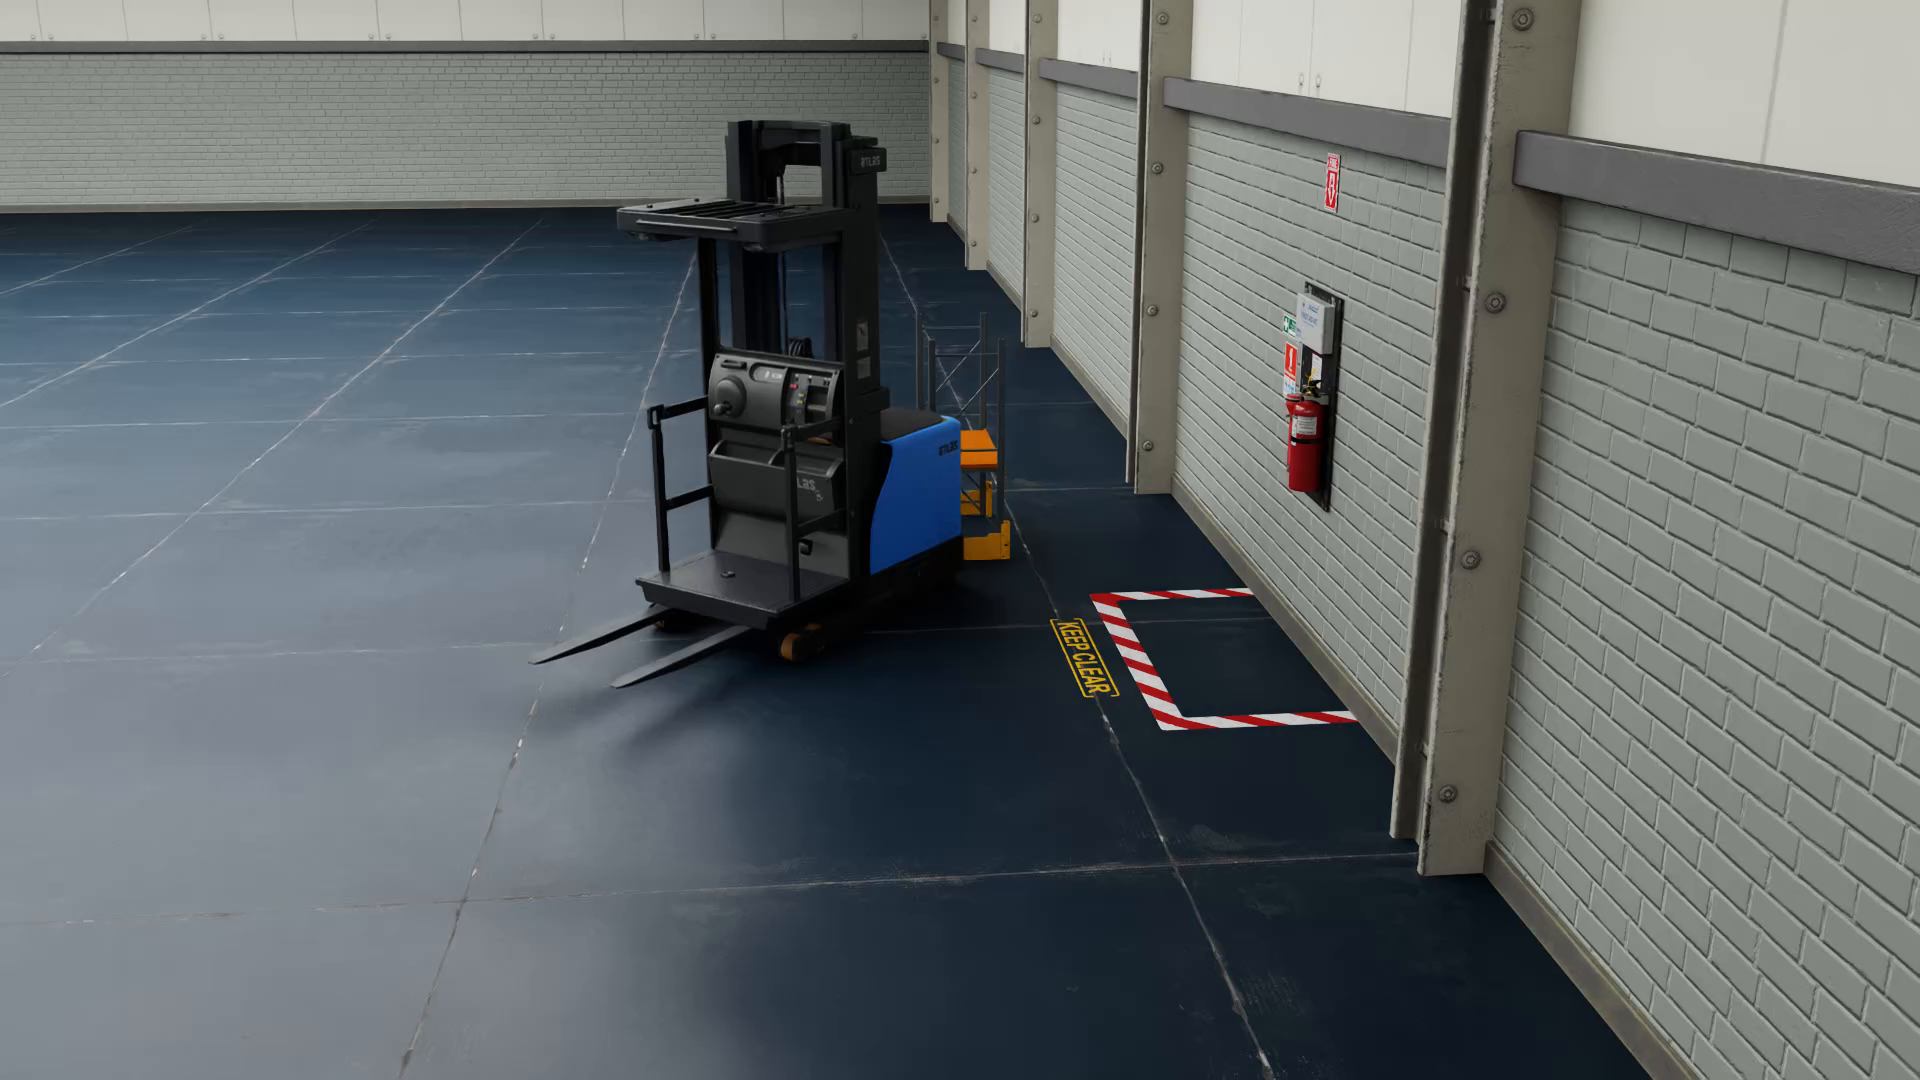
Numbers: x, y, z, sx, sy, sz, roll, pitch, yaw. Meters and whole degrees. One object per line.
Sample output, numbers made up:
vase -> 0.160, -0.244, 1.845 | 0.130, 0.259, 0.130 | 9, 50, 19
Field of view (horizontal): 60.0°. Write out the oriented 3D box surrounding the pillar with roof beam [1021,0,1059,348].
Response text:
pillar with roof beam -> -3.415, -6.364, 16.926 | 9.100, 9.000, 0.400 | -2, 18, -6

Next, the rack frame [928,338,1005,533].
rack frame -> 0.044, -0.590, 11.051 | 0.500, 1.500, 0.032 | -2, 18, -6

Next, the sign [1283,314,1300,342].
sign -> 1.925, -1.234, 9.654 | 0.001, 0.109, 0.331 | -2, 18, -6

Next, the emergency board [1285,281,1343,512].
emergency board -> 1.888, -0.797, 9.209 | 0.194, 1.169, 0.643 | -2, 18, -6

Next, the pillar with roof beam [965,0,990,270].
pillar with roof beam -> -4.034, -8.152, 22.620 | 9.100, 9.000, 0.400 | -2, 18, -6

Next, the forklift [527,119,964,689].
forklift -> -1.203, -0.863, 9.532 | 1.130, 2.935, 3.031 | 11, 21, 31

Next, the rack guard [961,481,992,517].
rack guard -> -0.059, -0.290, 12.185 | 0.587, 0.250, 0.087 | -2, 18, -6

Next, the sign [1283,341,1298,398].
sign -> 1.934, -0.982, 9.739 | 0.001, 0.329, 0.234 | -2, 18, -6

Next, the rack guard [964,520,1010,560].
rack guard -> 0.043, 0.006, 11.239 | 0.587, 0.250, 0.087 | -2, 18, -6

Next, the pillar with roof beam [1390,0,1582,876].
pillar with roof beam -> -2.177, -2.789, 5.538 | 9.100, 9.000, 0.400 | -2, 18, -6

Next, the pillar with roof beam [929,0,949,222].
pillar with roof beam -> -4.652, -9.940, 28.314 | 9.100, 9.000, 0.400 | -2, 18, -6

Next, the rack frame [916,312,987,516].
rack frame -> -0.061, -0.892, 12.016 | 0.500, 1.500, 0.032 | -2, 18, -6

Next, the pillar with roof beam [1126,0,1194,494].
pillar with roof beam -> -2.796, -4.577, 11.232 | 9.100, 9.000, 0.400 | -2, 18, -6

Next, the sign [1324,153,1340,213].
sign -> 1.986, -1.909, 8.879 | 0.001, 0.298, 0.199 | -2, 18, -6

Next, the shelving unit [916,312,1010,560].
shelving unit -> -0.008, -0.738, 11.525 | 0.587, 1.500, 1.083 | -2, 18, -6

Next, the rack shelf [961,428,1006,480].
rack shelf -> -0.009, -0.569, 11.587 | 0.538, 0.185, 1.000 | -2, 18, -6
